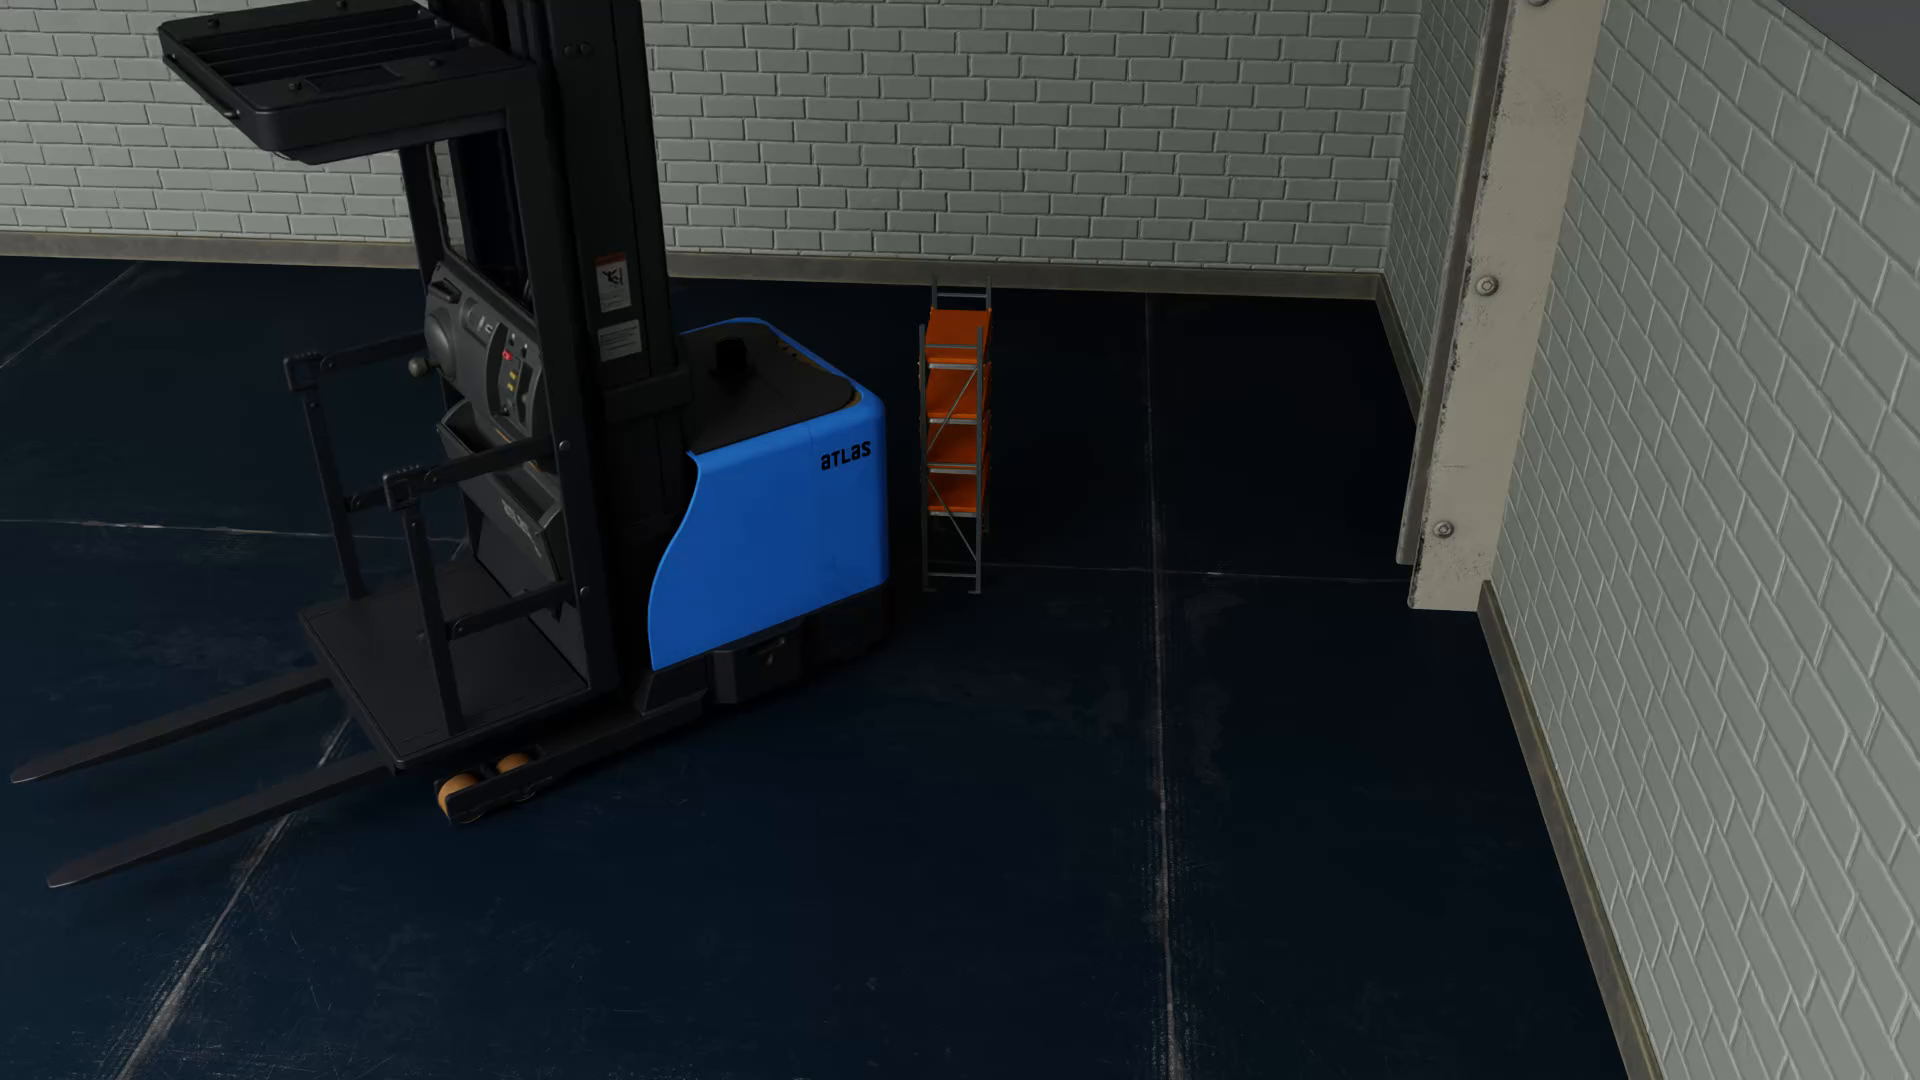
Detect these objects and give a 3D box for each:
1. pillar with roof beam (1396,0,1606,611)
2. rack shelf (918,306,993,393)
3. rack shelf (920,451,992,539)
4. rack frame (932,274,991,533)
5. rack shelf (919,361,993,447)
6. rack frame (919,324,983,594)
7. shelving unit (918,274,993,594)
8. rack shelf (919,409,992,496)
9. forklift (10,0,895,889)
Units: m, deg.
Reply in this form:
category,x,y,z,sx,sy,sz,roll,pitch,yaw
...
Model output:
category,x,y,z,sx,sy,sz,roll,pitch,yaw
pillar with roof beam,-2.285,-3.833,4.893,9.100,9.000,0.400,2,32,4
rack shelf,-0.013,-0.759,6.589,0.258,0.148,0.480,2,32,4
rack shelf,-0.013,-0.198,6.934,0.258,0.148,0.480,2,32,4
rack frame,0.006,-0.552,7.002,0.240,1.200,0.015,2,32,4
rack shelf,-0.013,-0.557,6.713,0.258,0.148,0.480,2,32,4
rack frame,-0.033,-0.297,6.588,0.240,1.200,0.015,2,32,4
shelving unit,-0.013,-0.424,6.795,0.258,1.200,0.503,2,32,4
rack shelf,-0.013,-0.367,6.830,0.258,0.148,0.480,2,32,4
forklift,-1.751,-0.596,5.423,3.031,2.935,1.130,-21,37,-30
